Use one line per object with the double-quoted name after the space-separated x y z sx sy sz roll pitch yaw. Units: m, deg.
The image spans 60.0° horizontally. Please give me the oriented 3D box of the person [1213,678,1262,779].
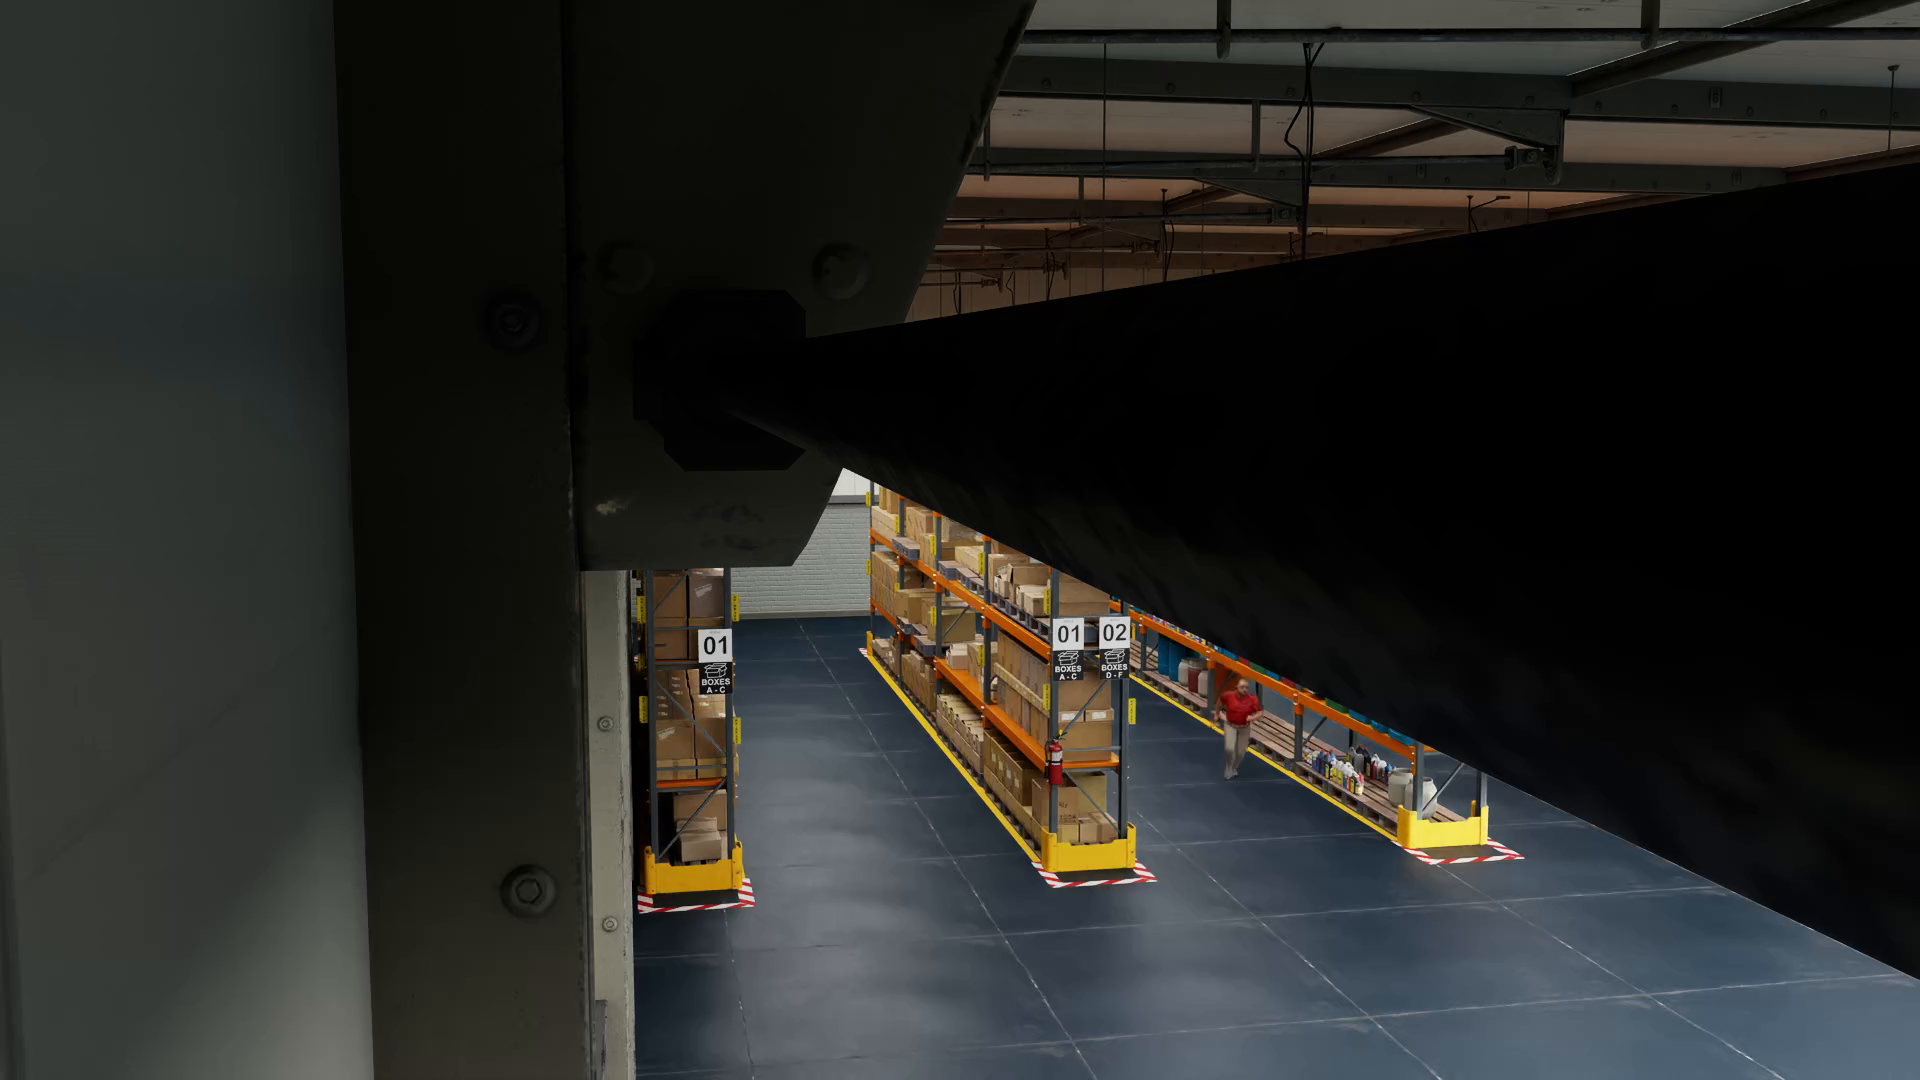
4.246 2.873 25.399 0.674 1.593 0.978 0 6 -1 "person"
